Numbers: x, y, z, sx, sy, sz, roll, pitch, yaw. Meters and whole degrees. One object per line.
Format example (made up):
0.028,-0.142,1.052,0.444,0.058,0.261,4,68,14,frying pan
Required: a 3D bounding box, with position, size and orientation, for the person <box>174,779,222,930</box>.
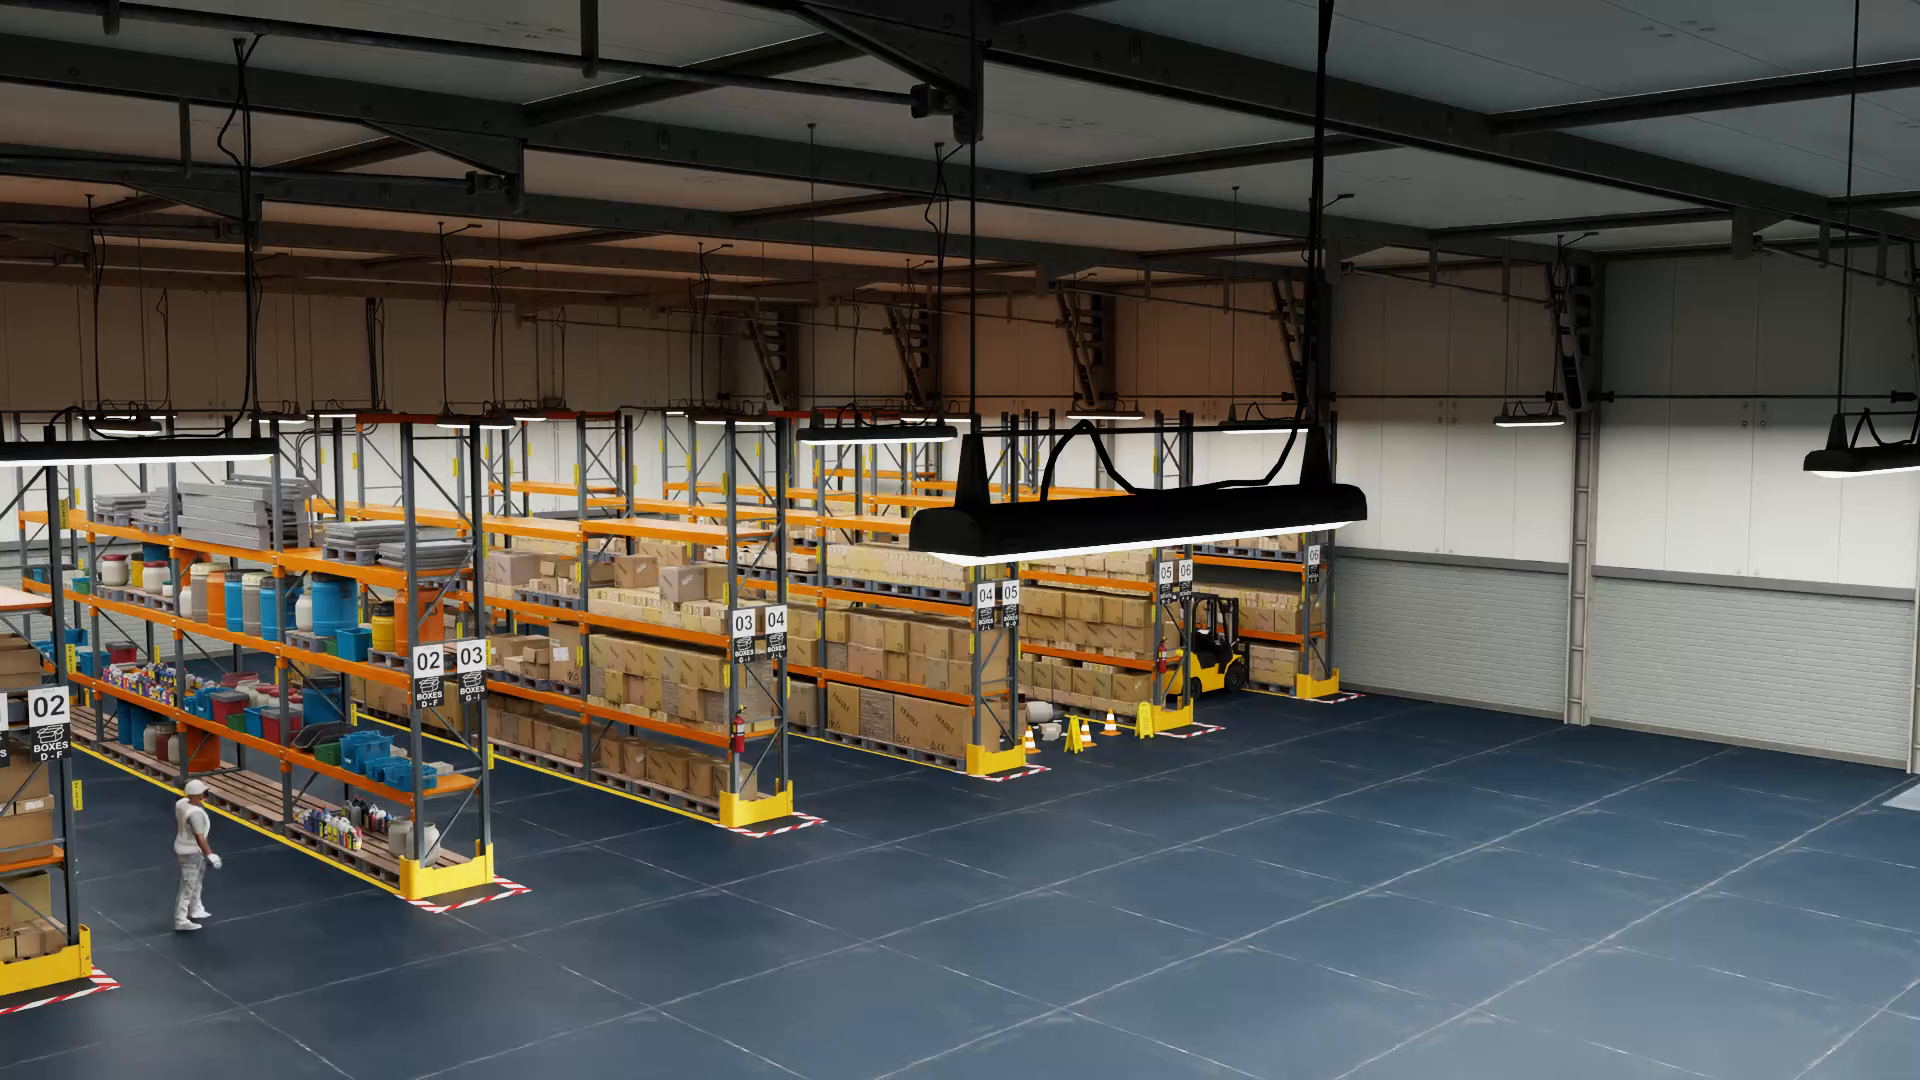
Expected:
-9.160,3.752,19.901,0.535,1.830,0.712,-3,6,-31,person
